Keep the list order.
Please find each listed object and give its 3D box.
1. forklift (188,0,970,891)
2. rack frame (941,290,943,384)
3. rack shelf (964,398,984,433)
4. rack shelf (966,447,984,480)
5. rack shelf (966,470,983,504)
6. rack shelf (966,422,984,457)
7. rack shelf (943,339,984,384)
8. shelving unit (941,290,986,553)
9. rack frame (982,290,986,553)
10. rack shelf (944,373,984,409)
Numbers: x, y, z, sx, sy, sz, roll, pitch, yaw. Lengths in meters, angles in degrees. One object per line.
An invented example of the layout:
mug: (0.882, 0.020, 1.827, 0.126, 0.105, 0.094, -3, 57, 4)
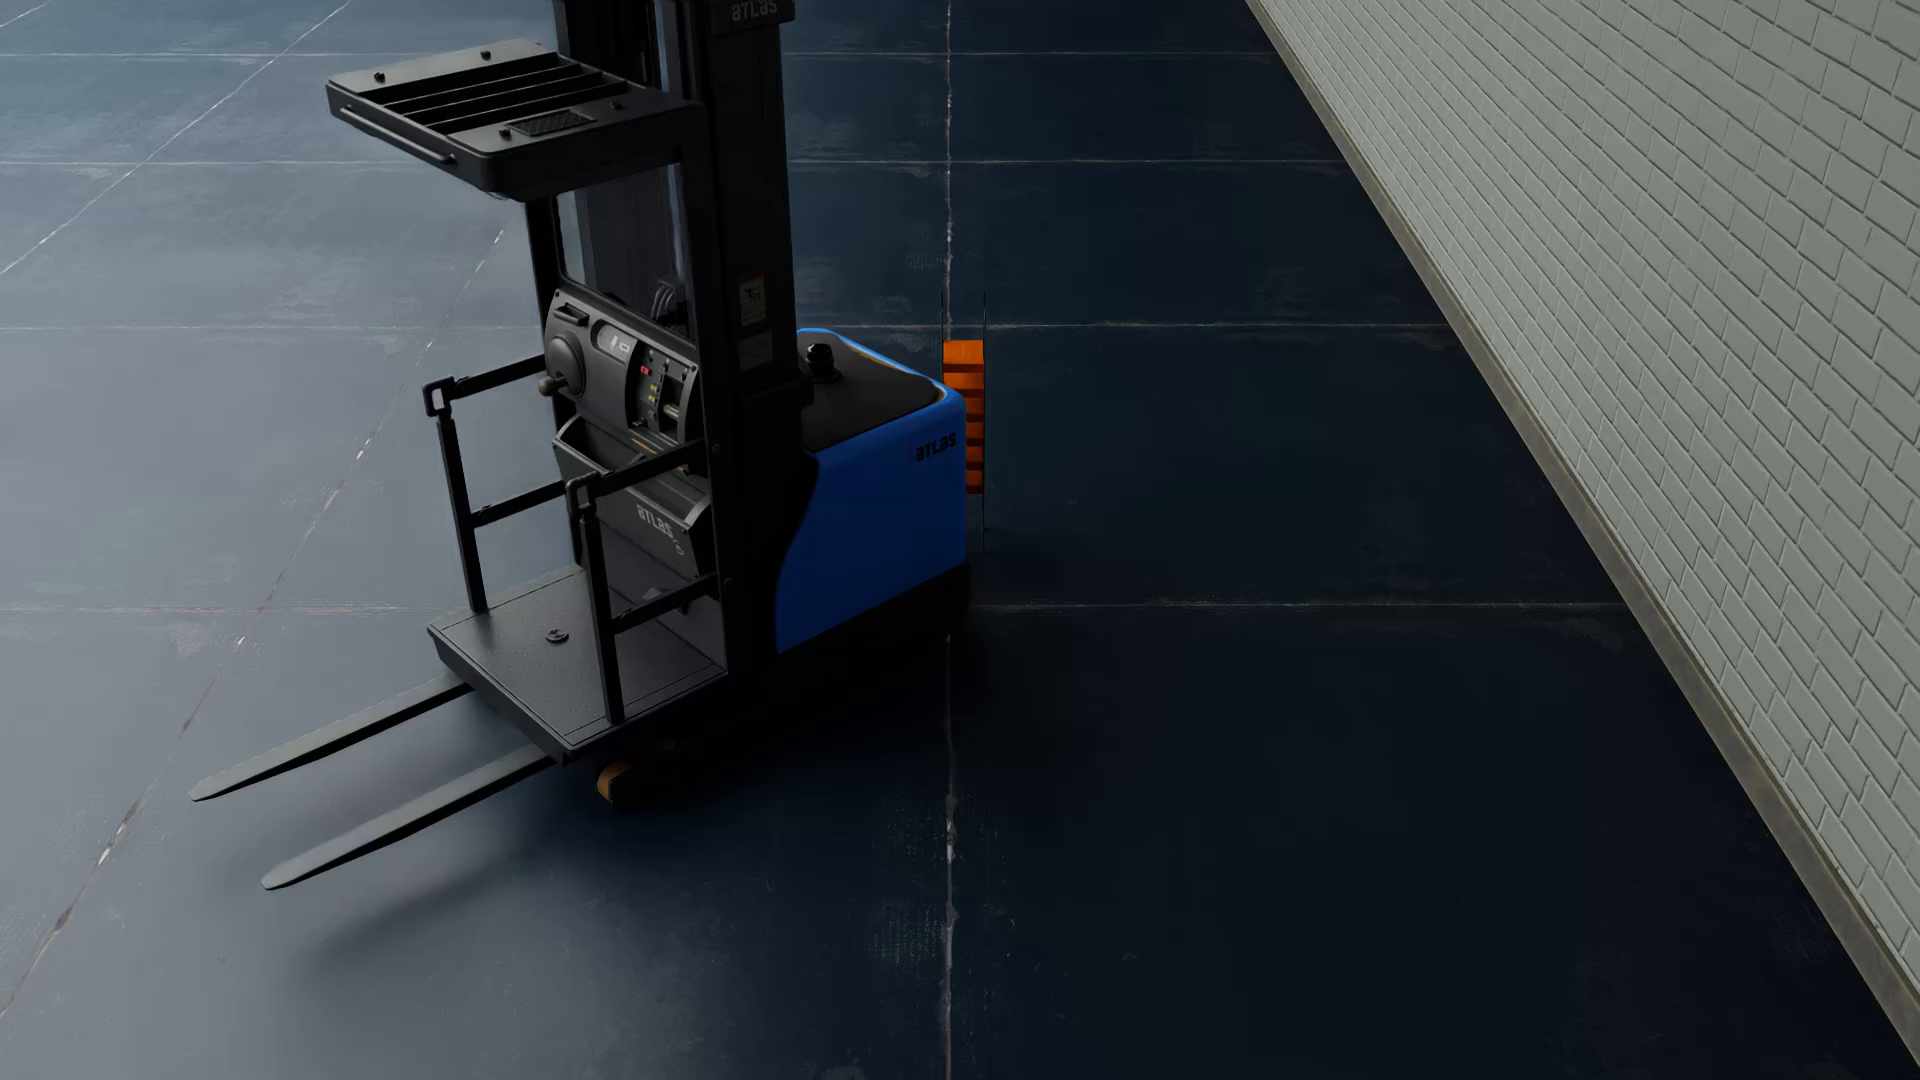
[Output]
forklift: (-1.382, -0.579, 5.878, 3.031, 2.935, 1.130, -26, 40, -36)
rack frame: (-0.077, -0.513, 7.438, 0.006, 1.200, 0.240, 0, 31, 0)
rack shelf: (0.014, -0.578, 7.400, 0.180, 0.103, 0.258, 0, 31, 0)
rack shelf: (0.014, -0.372, 7.524, 0.180, 0.103, 0.258, 0, 31, 0)
rack shelf: (0.014, -0.270, 7.586, 0.180, 0.103, 0.258, 0, 31, 0)
rack shelf: (0.014, -0.475, 7.462, 0.180, 0.103, 0.258, 0, 31, 0)
rack shelf: (0.014, -0.783, 7.275, 0.180, 0.103, 0.258, 0, 31, 0)
shelving unit: (0.014, -0.513, 7.439, 0.189, 1.200, 0.258, 0, 31, 0)
rack frame: (0.106, -0.513, 7.439, 0.006, 1.200, 0.240, 0, 31, 0)
rack shelf: (0.014, -0.680, 7.337, 0.180, 0.103, 0.258, 0, 31, 0)
